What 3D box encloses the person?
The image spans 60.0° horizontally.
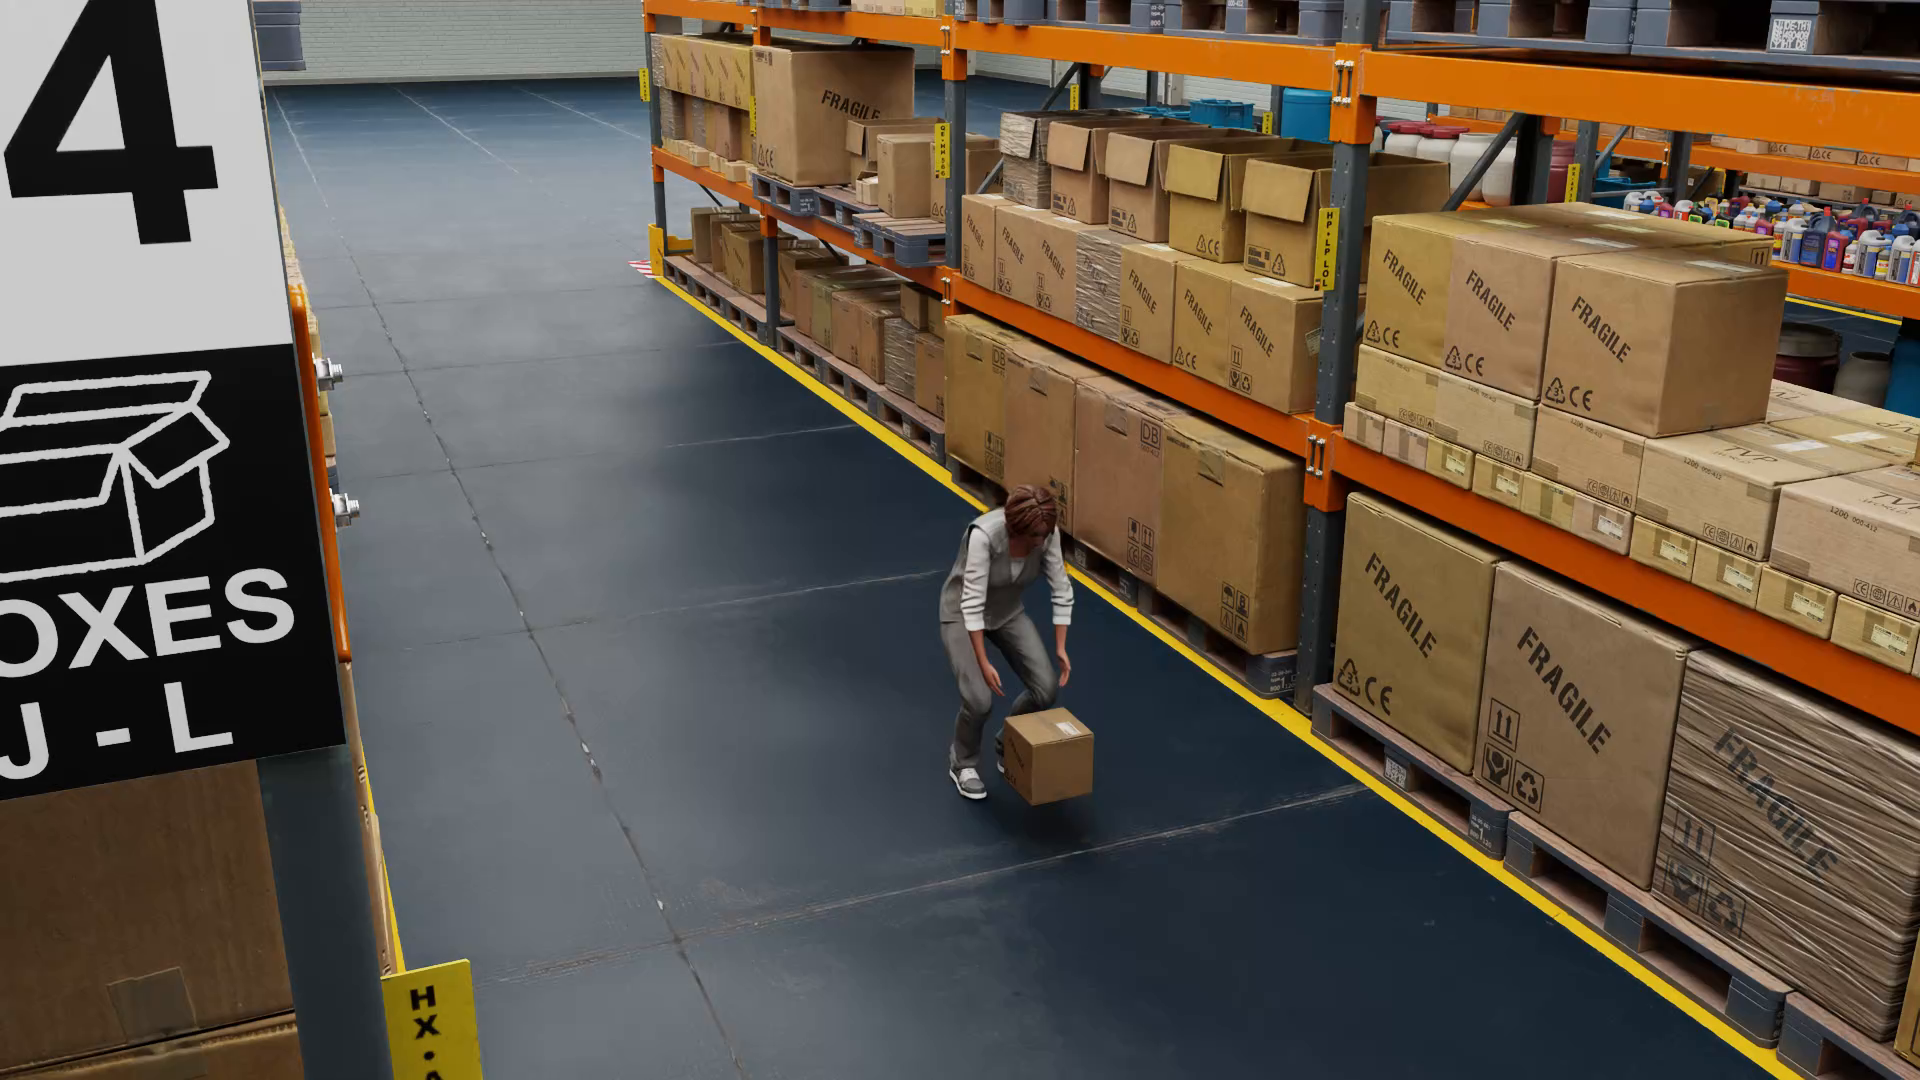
[{"bbox_3d":[0.182,0.368,6.470,0.462,1.311,0.639,-8,21,-22],"label":"person"}]
